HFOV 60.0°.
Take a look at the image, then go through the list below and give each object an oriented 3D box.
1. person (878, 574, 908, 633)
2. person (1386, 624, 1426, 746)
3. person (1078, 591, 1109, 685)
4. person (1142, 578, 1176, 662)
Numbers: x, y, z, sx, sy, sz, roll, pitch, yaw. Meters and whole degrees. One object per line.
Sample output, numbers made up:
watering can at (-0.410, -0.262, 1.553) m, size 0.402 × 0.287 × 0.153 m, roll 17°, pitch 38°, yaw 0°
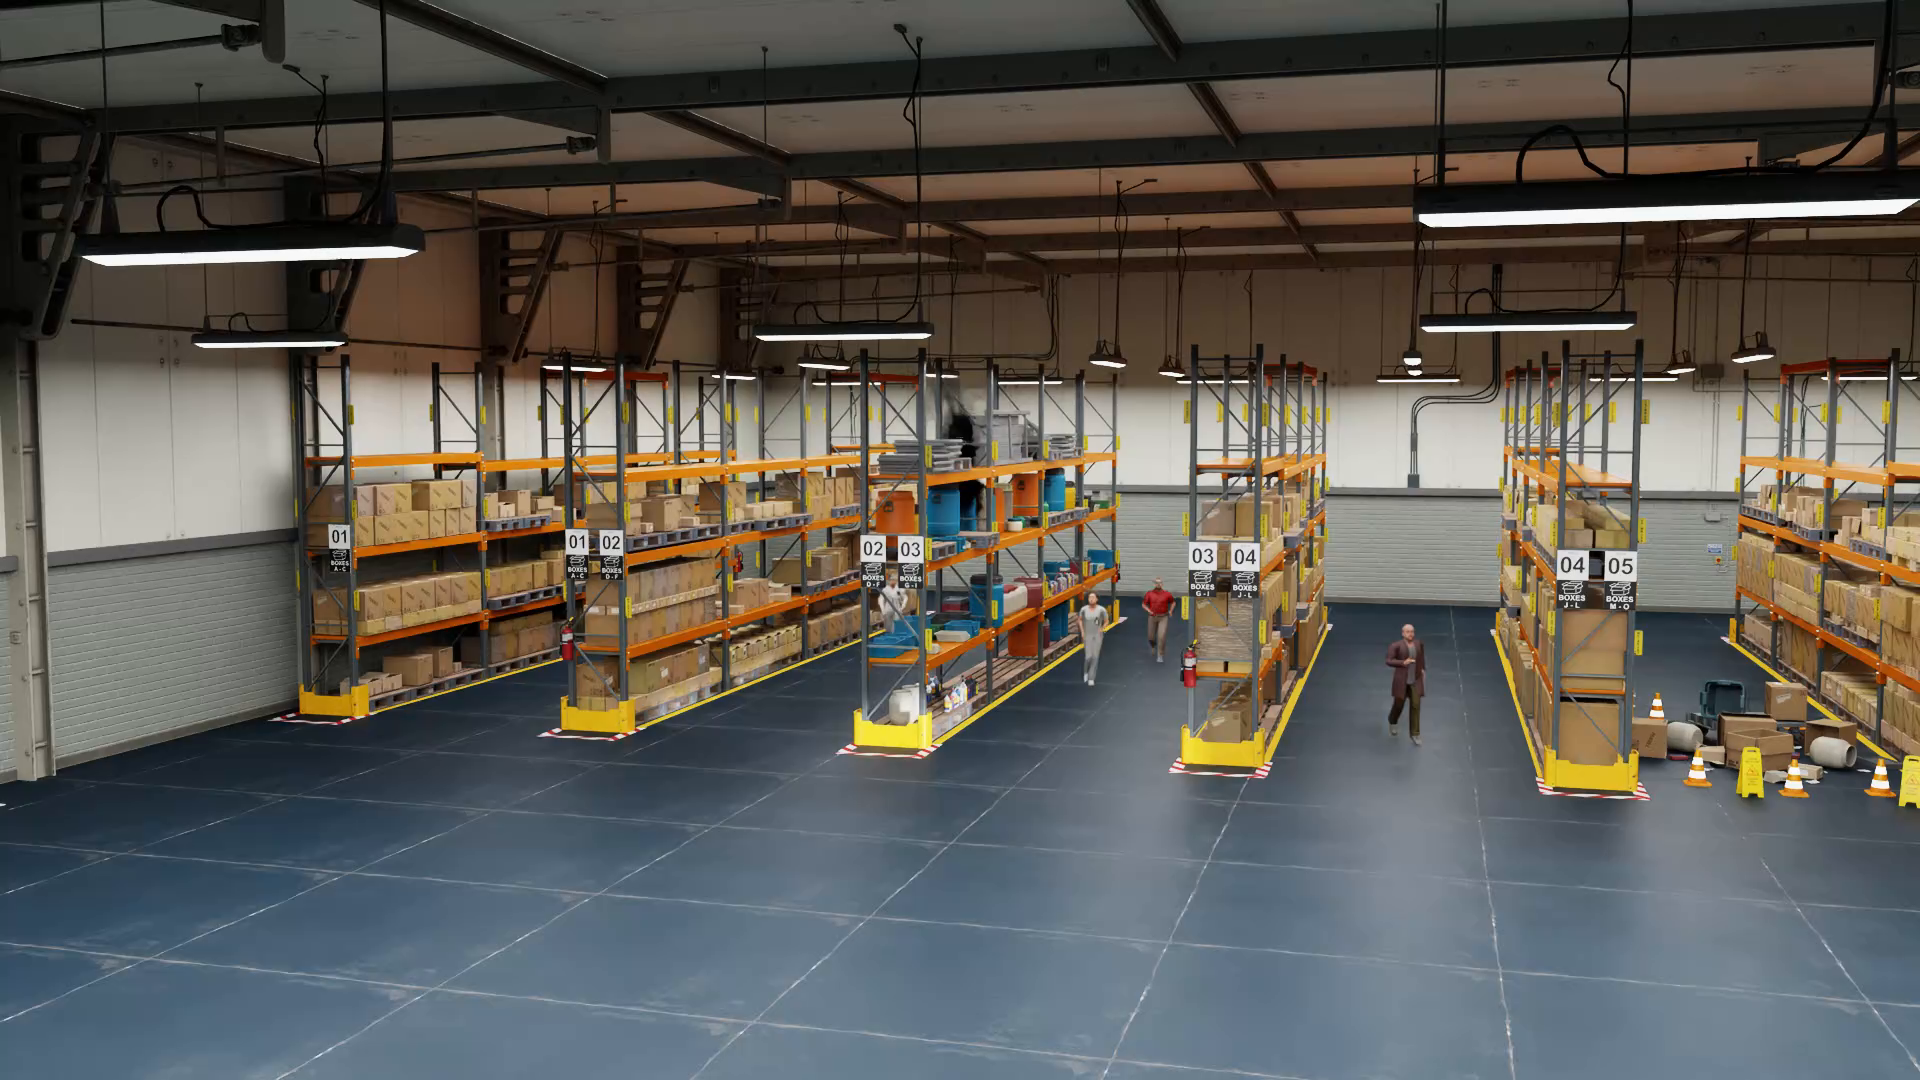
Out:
person at (-1.420, 1.534, 35.391) m, size 0.641 × 1.666 × 0.577 m, roll 0°, pitch 4°, yaw 3°
person at (6.820, 2.180, 25.450) m, size 0.705 × 1.798 × 1.009 m, roll 0°, pitch 4°, yaw -5°
person at (2.330, 1.718, 29.052) m, size 0.556 × 1.645 × 0.544 m, roll 0°, pitch 4°, yaw 6°
person at (4.051, 1.617, 33.889) m, size 0.674 × 1.681 × 0.782 m, roll 1°, pitch 4°, yaw 8°
